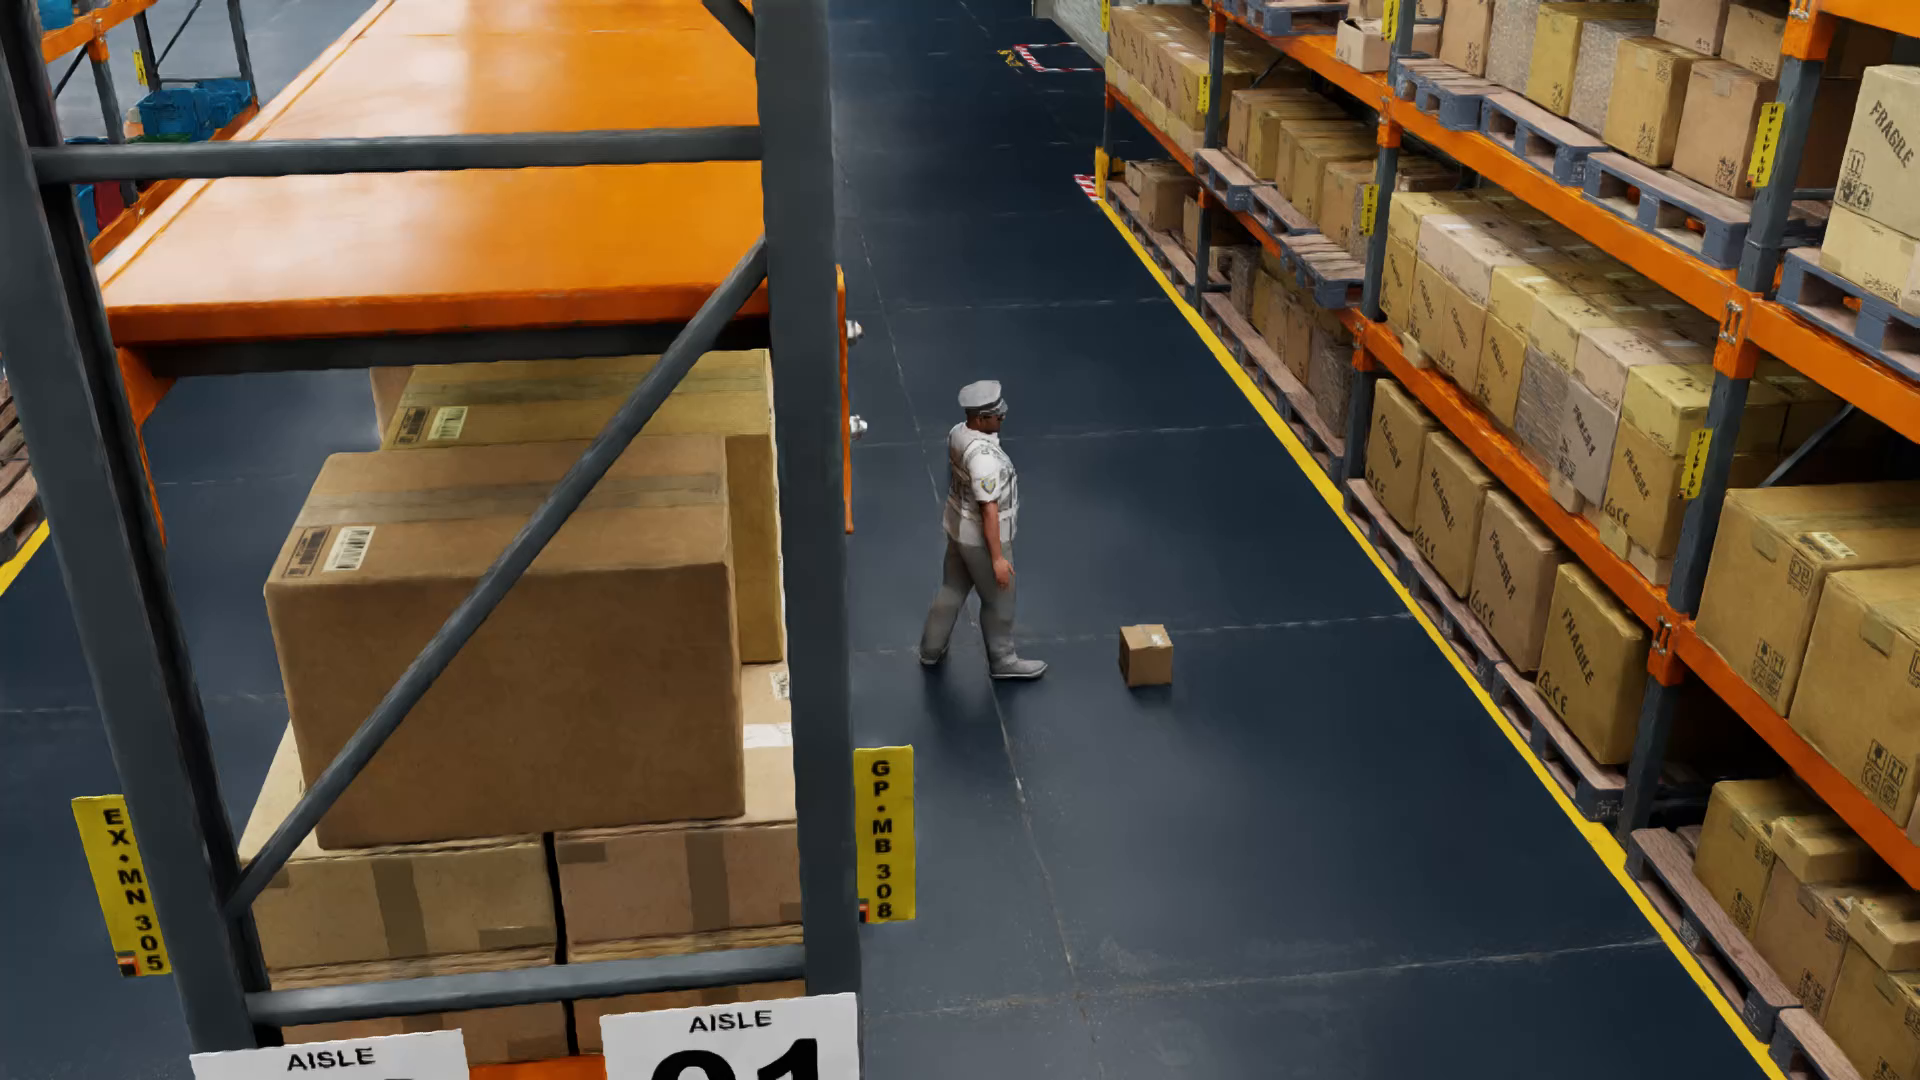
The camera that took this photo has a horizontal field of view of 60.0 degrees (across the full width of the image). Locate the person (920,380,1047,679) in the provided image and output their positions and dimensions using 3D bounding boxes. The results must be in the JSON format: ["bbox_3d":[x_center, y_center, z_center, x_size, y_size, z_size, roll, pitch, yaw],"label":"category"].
[{"bbox_3d":[0.135,-0.034,9.138,0.658,1.747,0.774,-10,29,-18],"label":"person"}]
